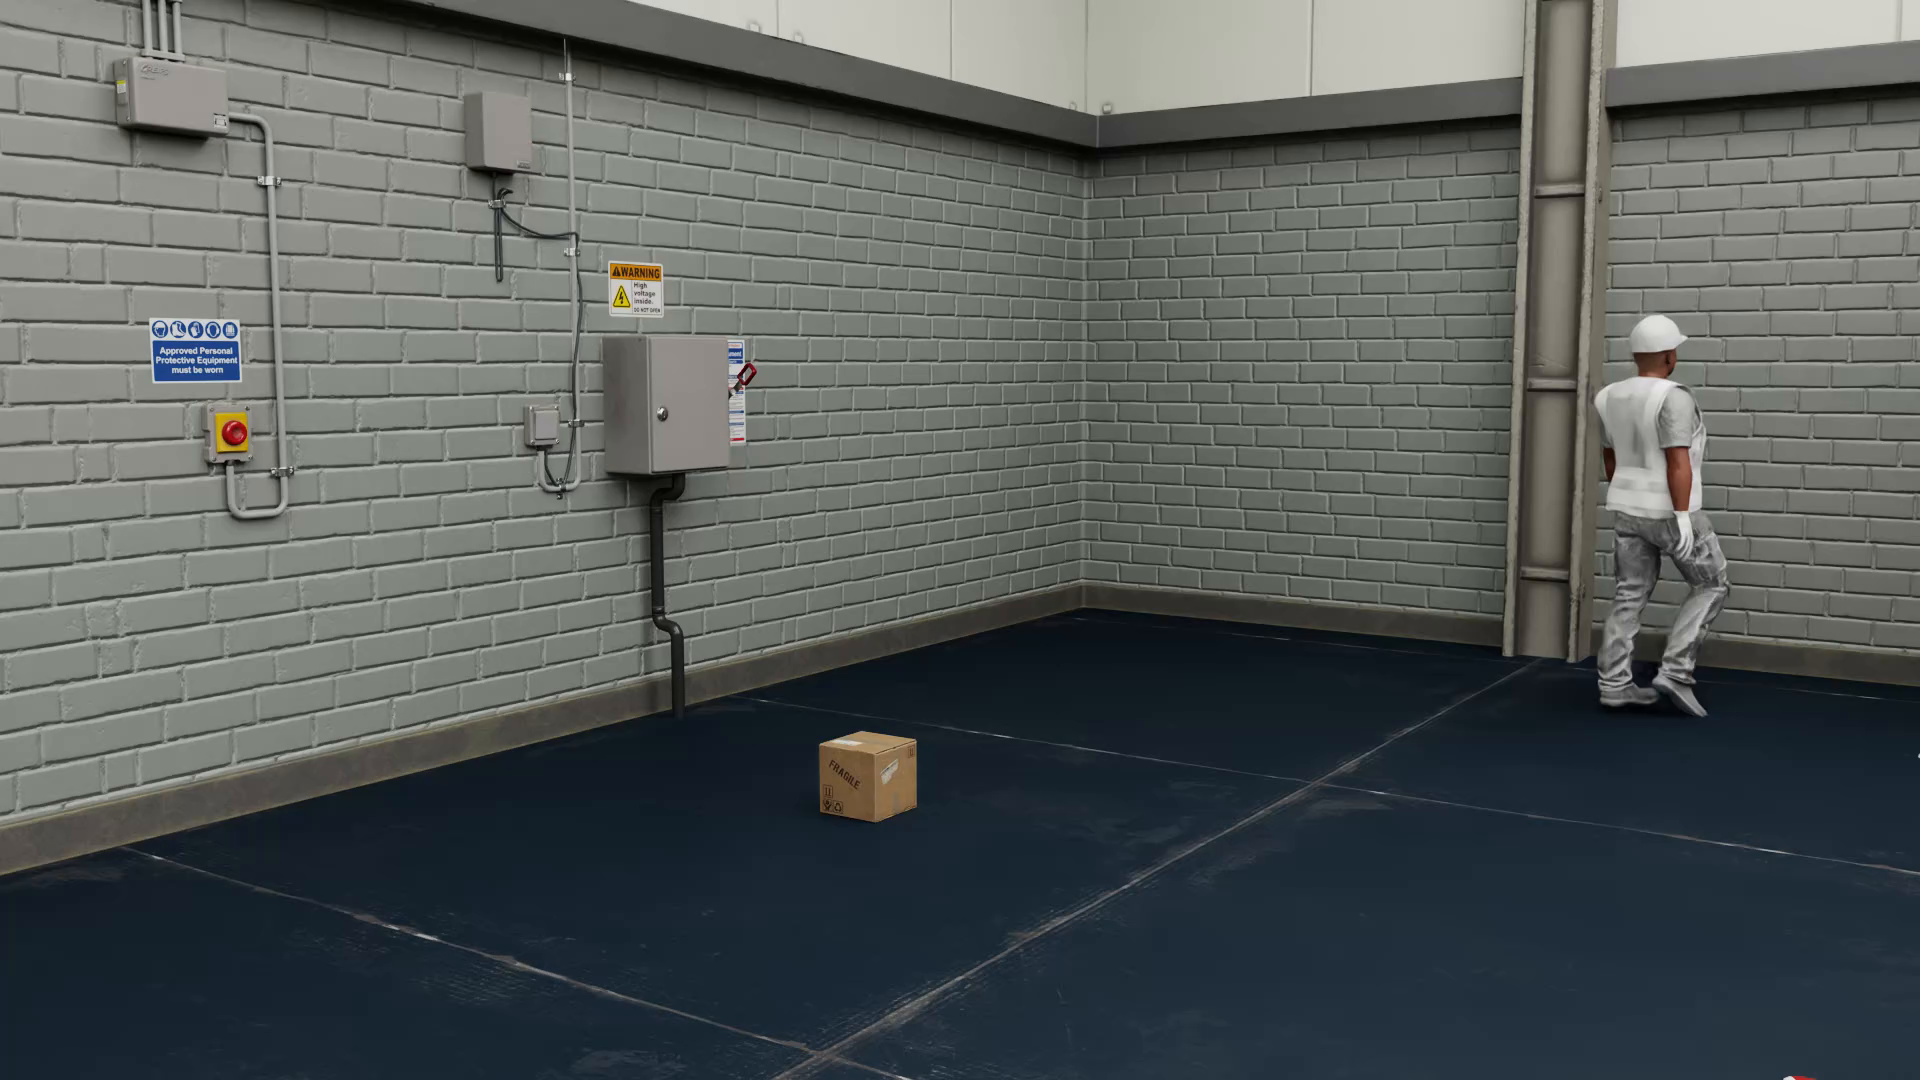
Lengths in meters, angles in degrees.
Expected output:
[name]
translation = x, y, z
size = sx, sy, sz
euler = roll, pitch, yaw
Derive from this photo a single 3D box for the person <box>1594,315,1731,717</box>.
[person]
translation = 3.181, -0.095, 7.534
size = 0.487, 1.832, 0.598
euler = -2, 7, -21
